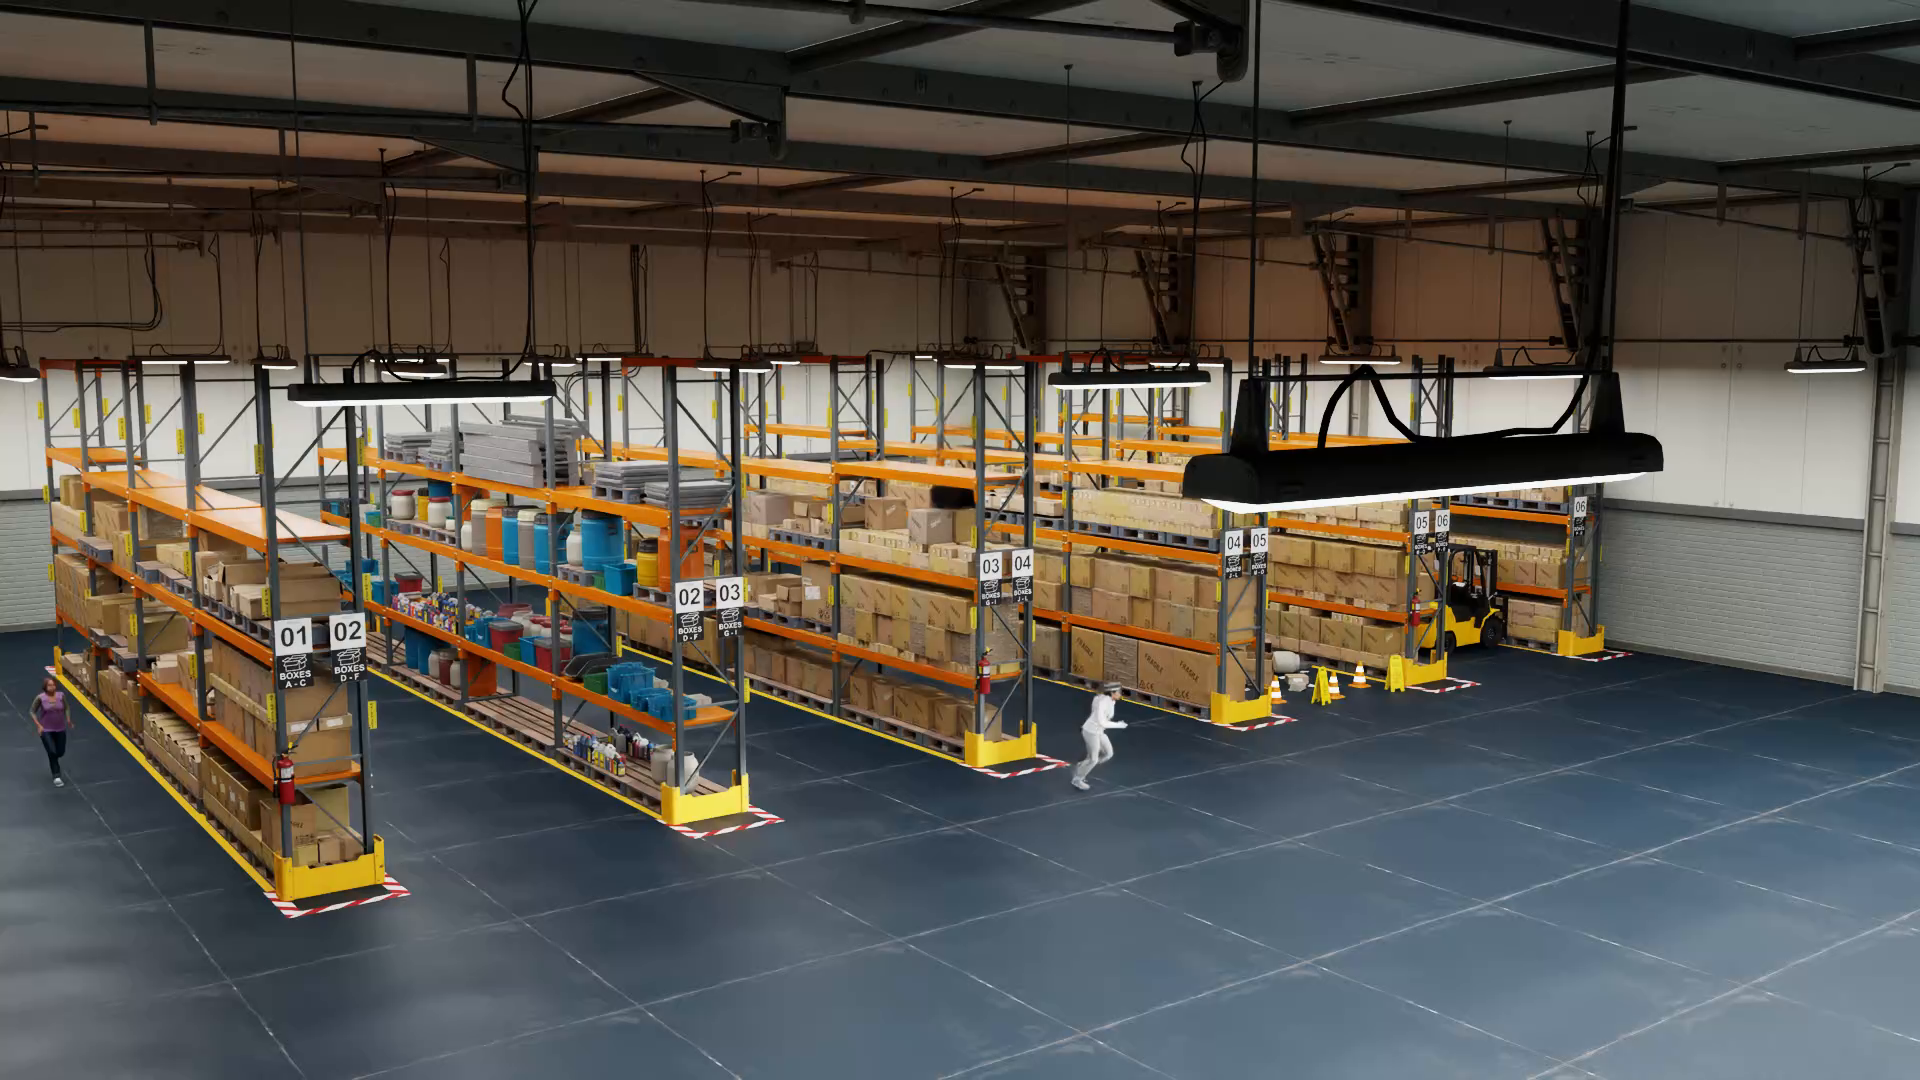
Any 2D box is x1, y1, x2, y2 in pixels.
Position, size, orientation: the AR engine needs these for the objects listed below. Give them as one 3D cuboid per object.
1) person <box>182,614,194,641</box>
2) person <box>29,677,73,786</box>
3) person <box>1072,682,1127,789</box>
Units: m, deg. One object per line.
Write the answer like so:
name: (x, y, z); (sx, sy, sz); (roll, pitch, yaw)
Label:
person: (-15.348, 1.618, 32.654); (0.528, 1.610, 0.630); (5, 9, 38)
person: (-13.039, 2.717, 23.835); (0.525, 1.562, 0.680); (-6, 9, -42)
person: (1.991, 2.750, 23.558); (0.798, 1.545, 0.630); (2, 7, 15)
